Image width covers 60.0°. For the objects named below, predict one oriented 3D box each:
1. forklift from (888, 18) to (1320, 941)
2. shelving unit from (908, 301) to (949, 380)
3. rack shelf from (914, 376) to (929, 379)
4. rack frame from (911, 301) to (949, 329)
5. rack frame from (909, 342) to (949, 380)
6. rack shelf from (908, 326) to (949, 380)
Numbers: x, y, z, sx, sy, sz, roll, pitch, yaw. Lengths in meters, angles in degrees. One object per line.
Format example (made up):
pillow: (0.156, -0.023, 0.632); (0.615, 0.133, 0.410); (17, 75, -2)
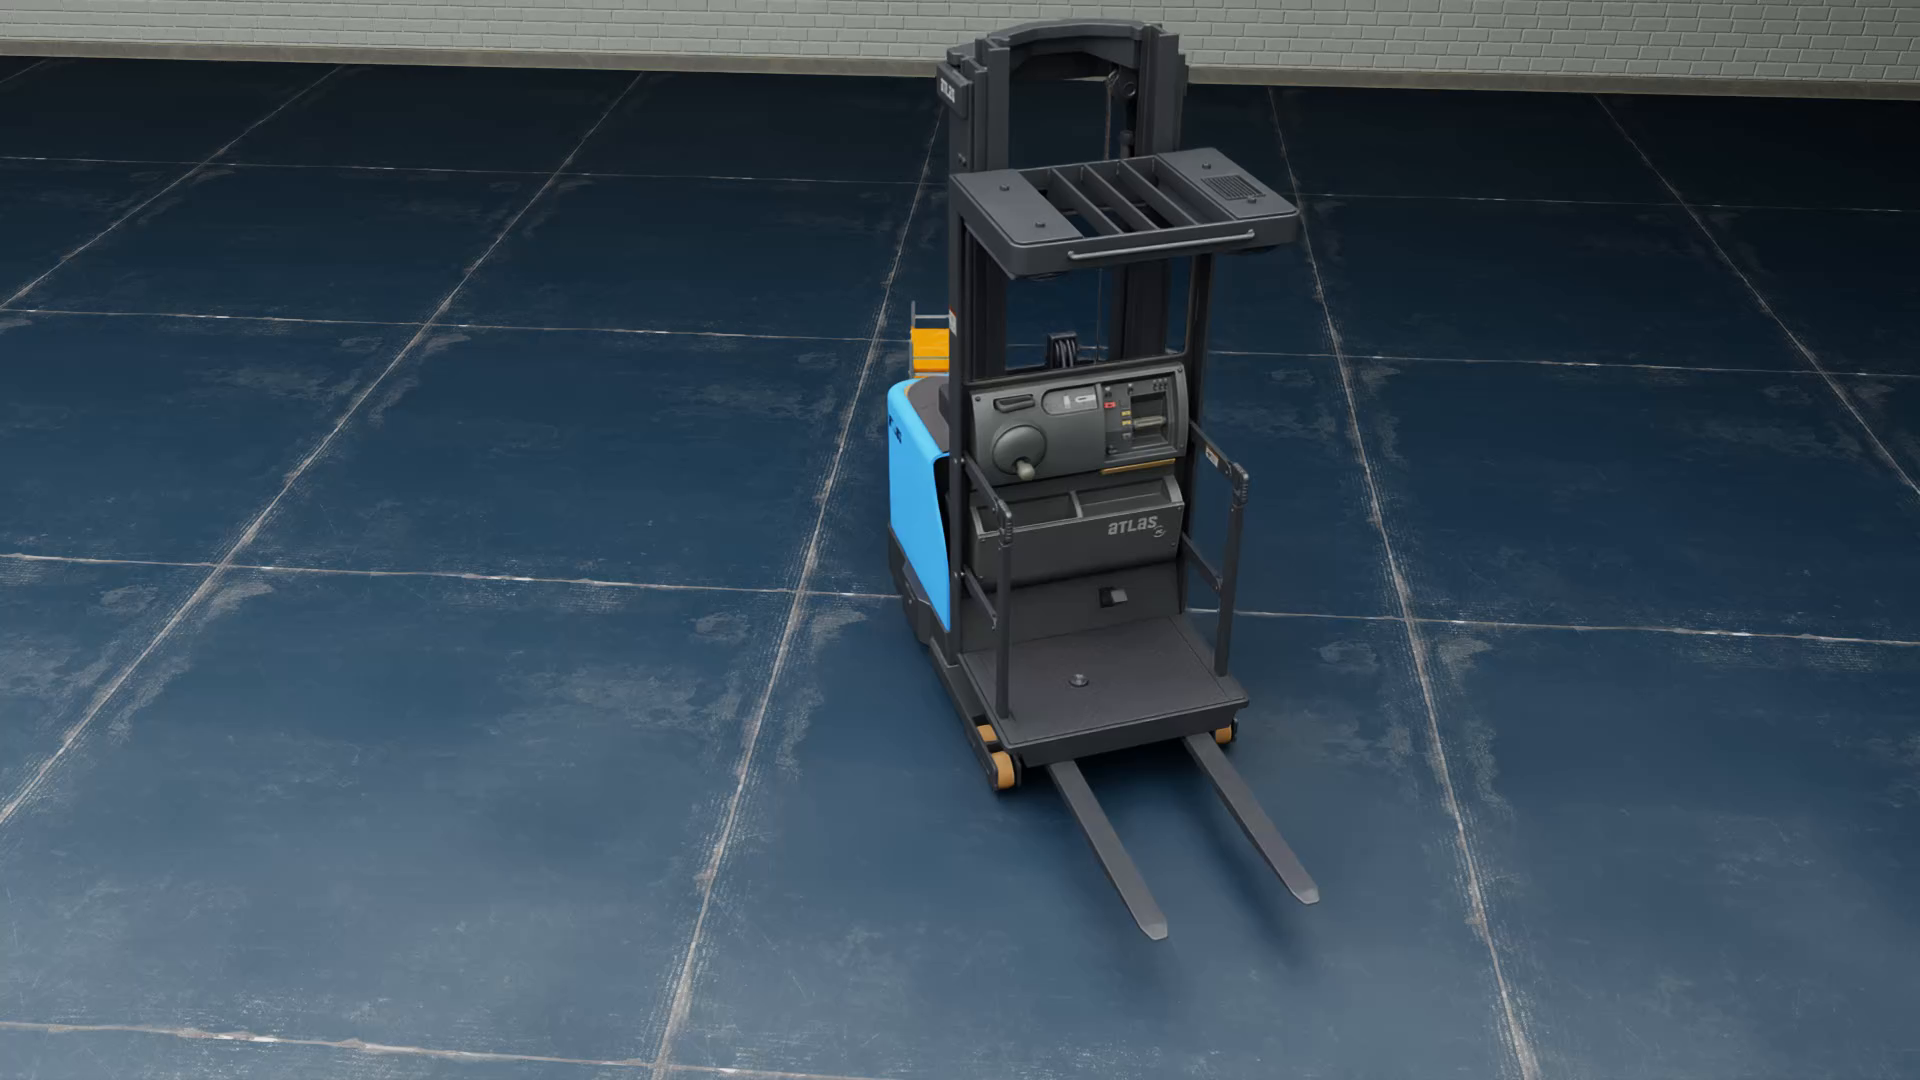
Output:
forklift: (0.565, -0.426, 6.648); (1.130, 2.935, 3.031); (-9, 33, -15)
shelving unit: (-0.126, -0.570, 8.530); (0.258, 1.200, 0.503); (0, 32, 0)
rack shelf: (-0.126, -0.703, 8.448); (0.258, 0.148, 0.480); (0, 32, 0)
rack frame: (-0.126, -0.698, 8.738); (0.240, 1.200, 0.015); (0, 32, 0)
rack frame: (-0.125, -0.441, 8.323); (0.240, 1.200, 0.015); (0, 32, 0)
rack shelf: (-0.126, -0.904, 8.324); (0.258, 0.148, 0.480); (0, 32, 0)
